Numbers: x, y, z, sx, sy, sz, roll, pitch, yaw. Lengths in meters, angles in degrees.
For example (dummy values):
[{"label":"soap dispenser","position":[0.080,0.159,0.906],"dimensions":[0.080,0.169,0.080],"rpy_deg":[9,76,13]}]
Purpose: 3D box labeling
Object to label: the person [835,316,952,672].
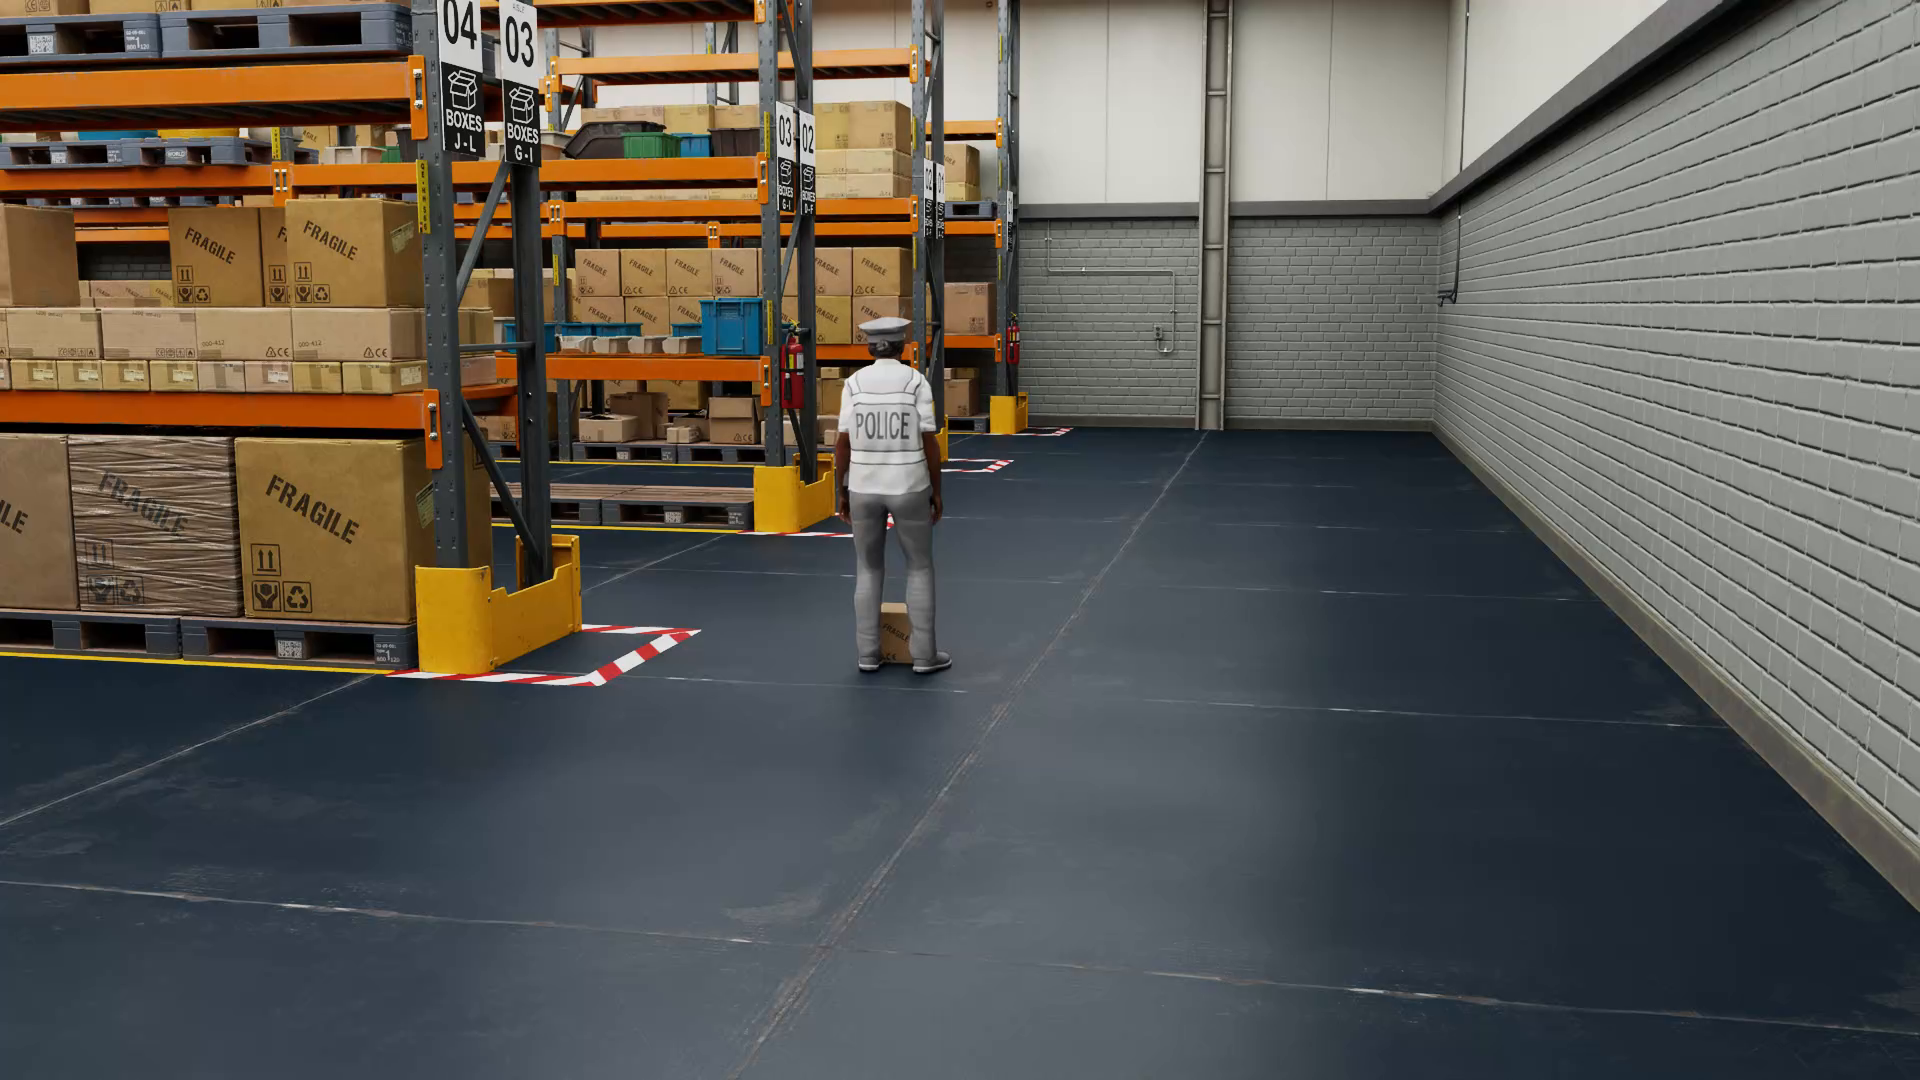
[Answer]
[{"label":"person","position":[-0.316,-0.210,7.797],"dimensions":[0.531,1.661,0.397],"rpy_deg":[1,8,8]}]
